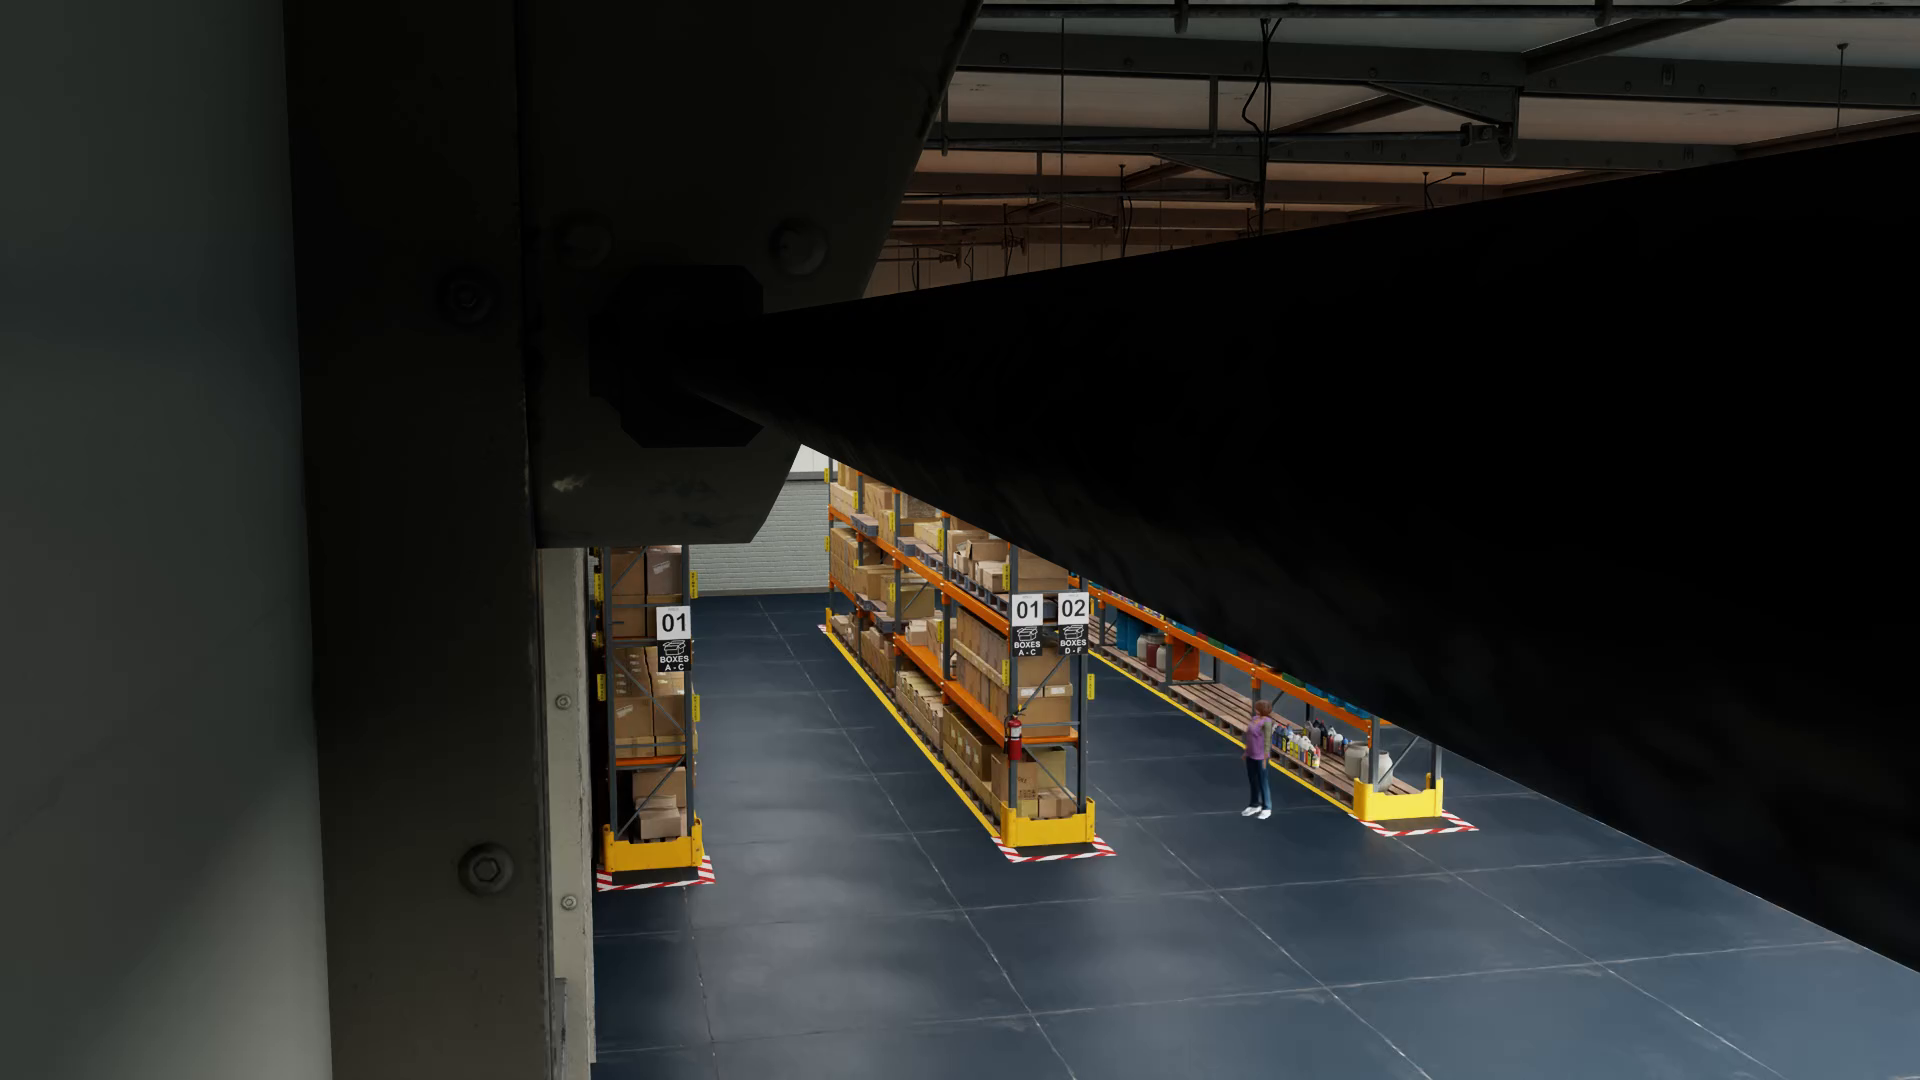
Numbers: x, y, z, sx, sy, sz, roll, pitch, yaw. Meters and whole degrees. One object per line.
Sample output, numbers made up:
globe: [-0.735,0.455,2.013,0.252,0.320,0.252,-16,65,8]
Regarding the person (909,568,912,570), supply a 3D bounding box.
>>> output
person: [-1.142,0.398,39.990,0.449,0.603,0.376,-4,8,-32]
